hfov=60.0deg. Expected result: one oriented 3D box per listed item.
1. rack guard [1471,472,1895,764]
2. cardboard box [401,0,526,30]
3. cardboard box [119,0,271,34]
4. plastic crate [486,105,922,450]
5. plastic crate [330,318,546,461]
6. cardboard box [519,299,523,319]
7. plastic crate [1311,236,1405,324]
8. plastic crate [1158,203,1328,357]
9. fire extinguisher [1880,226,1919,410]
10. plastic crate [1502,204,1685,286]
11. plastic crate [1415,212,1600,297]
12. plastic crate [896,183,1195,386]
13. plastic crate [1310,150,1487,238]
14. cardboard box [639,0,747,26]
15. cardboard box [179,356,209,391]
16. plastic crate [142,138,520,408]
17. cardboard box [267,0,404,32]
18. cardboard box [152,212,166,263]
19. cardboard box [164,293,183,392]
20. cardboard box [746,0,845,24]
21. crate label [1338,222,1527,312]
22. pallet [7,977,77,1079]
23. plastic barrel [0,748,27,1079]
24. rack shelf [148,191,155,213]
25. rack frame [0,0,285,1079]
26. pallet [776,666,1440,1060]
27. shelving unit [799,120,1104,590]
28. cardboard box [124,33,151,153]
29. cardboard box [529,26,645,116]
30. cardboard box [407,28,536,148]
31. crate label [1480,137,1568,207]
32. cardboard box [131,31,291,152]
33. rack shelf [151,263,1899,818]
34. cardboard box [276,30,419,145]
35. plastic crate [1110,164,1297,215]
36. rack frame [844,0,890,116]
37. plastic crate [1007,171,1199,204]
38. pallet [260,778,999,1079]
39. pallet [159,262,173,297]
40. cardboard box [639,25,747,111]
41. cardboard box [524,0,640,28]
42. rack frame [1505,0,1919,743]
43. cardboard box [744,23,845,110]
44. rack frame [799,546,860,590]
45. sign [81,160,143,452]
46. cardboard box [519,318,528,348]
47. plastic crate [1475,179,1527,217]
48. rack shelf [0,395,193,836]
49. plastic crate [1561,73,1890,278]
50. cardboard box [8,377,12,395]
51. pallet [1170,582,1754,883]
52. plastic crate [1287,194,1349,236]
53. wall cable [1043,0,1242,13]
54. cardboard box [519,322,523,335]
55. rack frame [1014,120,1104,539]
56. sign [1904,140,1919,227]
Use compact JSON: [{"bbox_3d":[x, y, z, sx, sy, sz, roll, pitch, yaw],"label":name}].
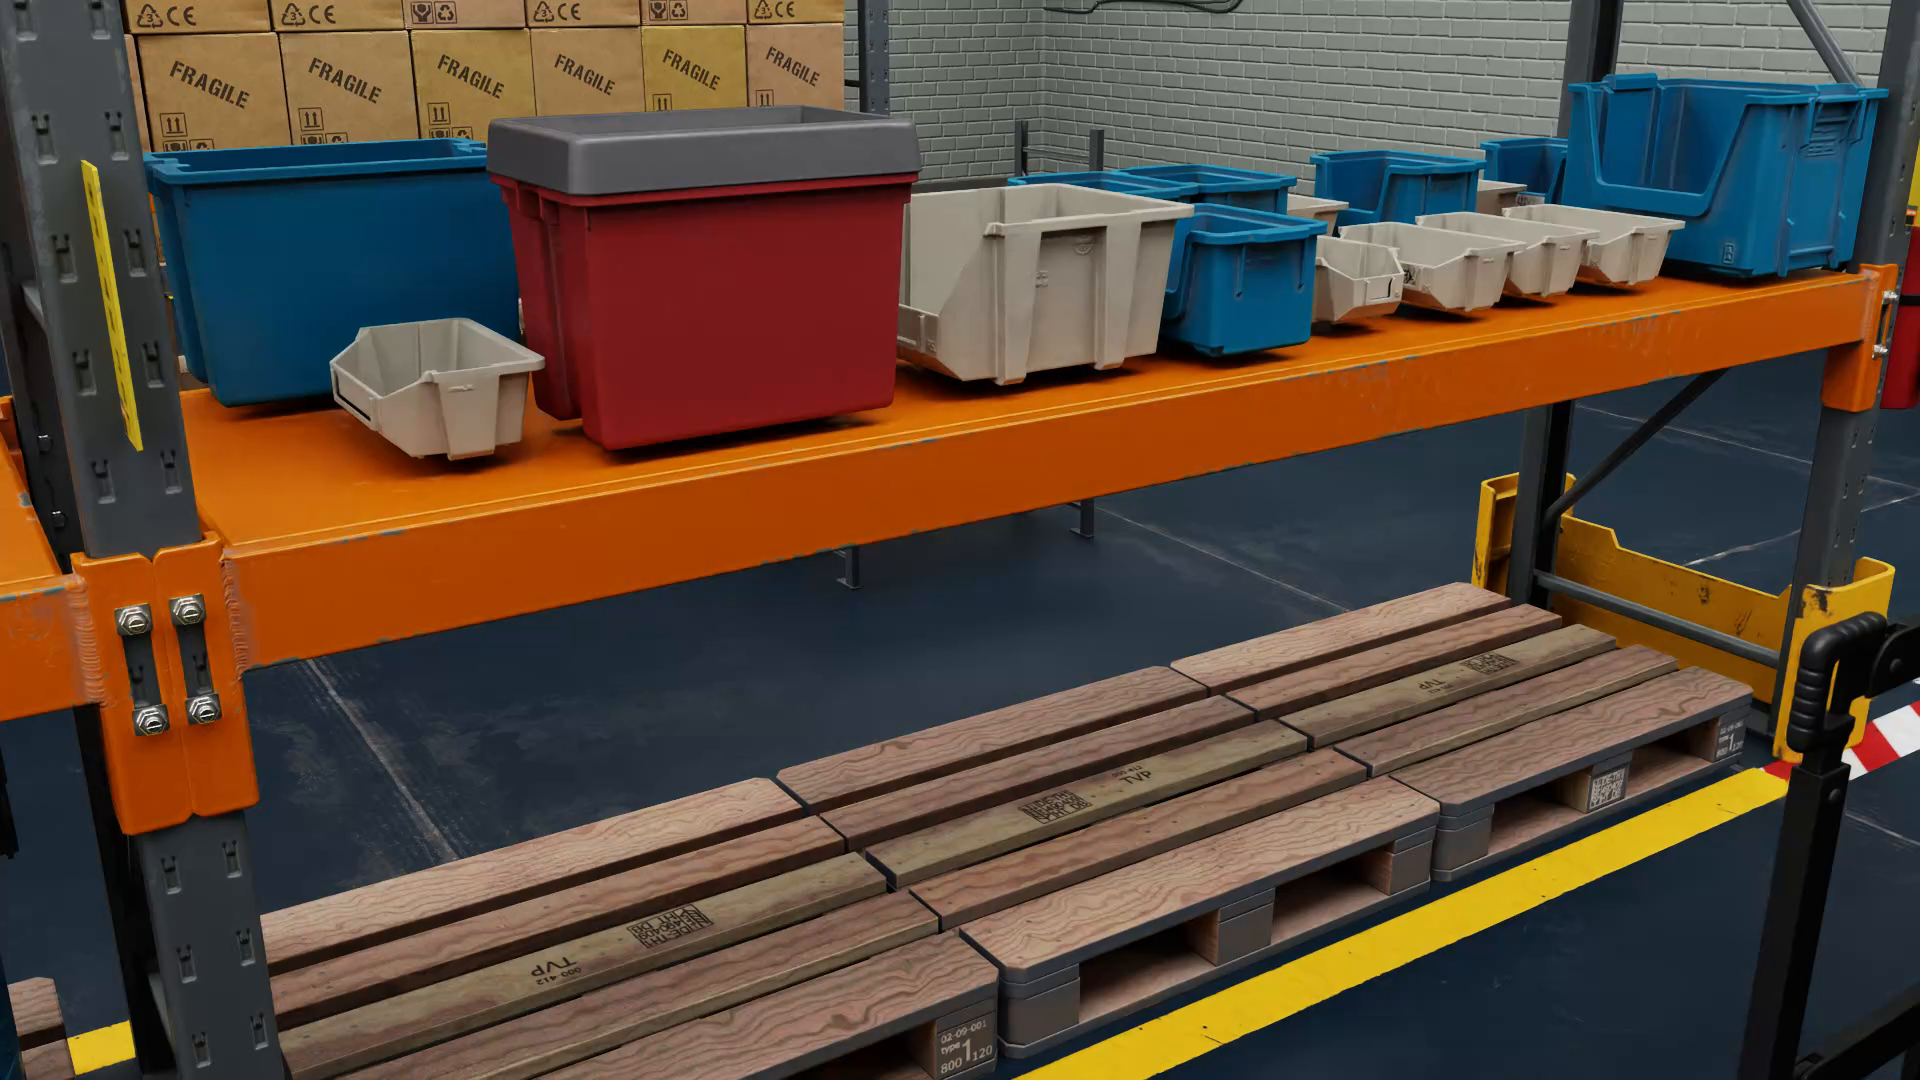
[{"bbox_3d":[2.070,0.186,4.914,0.348,0.500,1.175,-12,22,-31],"label":"rack guard"},{"bbox_3d":[-2.165,-2.413,6.981,0.500,0.500,0.500,-11,22,-30],"label":"cardboard box"},{"bbox_3d":[-3.025,-2.231,6.444,0.500,0.500,0.500,-13,22,-33],"label":"cardboard box"},{"bbox_3d":[-0.400,-0.435,2.654,0.583,0.464,0.402,-12,22,-31],"label":"plastic crate"},{"bbox_3d":[-0.816,-0.233,2.569,0.243,0.136,0.396,-12,22,-31],"label":"plastic crate"},{"bbox_3d":[-2.109,-1.026,8.202,0.500,0.250,0.500,-12,22,-31],"label":"cardboard box"},{"bbox_3d":[0.770,-0.542,3.483,0.250,0.136,0.298,-12,22,-31],"label":"plastic crate"},{"bbox_3d":[0.483,-0.509,3.235,0.300,0.233,0.416,-12,22,-31],"label":"plastic crate"},{"bbox_3d":[2.433,-0.682,4.282,0.183,0.674,0.296,-12,22,-31],"label":"fire extinguisher"},{"bbox_3d":[1.476,-0.702,3.955,0.243,0.136,0.396,-12,22,-31],"label":"plastic crate"},{"bbox_3d":[1.226,-0.655,3.816,0.243,0.136,0.396,-12,22,-31],"label":"plastic crate"},{"bbox_3d":[0.093,-0.478,3.066,0.530,0.282,0.437,-12,22,-31],"label":"plastic crate"},{"bbox_3d":[1.120,-0.868,4.297,0.300,0.233,0.416,-12,22,-31],"label":"plastic crate"},{"bbox_3d":[-1.306,-2.596,7.522,0.500,0.500,0.500,-11,22,-30],"label":"cardboard box"},{"bbox_3d":[-3.404,-0.728,7.478,0.250,0.149,0.380,-12,22,-31],"label":"cardboard box"},{"bbox_3d":[-1.081,-0.480,2.913,0.575,0.384,0.392,-12,22,-31],"label":"plastic crate"},{"bbox_3d":[-2.596,-2.322,6.711,0.500,0.500,0.500,-13,22,-33],"label":"cardboard box"},{"bbox_3d":[-5.630,-2.143,11.146,0.500,0.500,0.700,-12,22,-32],"label":"cardboard box"},{"bbox_3d":[-3.685,-0.812,7.179,0.500,0.500,0.500,-12,22,-31],"label":"cardboard box"},{"bbox_3d":[-0.884,-2.685,7.786,0.500,0.500,0.500,-12,22,-32],"label":"cardboard box"},{"bbox_3d":[1.007,-0.599,3.651,0.243,0.136,0.396,-12,22,-31],"label":"crate label"},{"bbox_3d":[-1.951,1.160,2.484,1.213,0.211,1.003,-12,22,-31],"label":"pallet"},{"bbox_3d":[-1.747,0.600,2.406,0.708,0.901,0.600,-12,22,-31],"label":"plastic barrel"},{"bbox_3d":[-2.334,-1.623,7.485,4.000,0.370,1.077,-12,22,-31],"label":"rack shelf"},{"bbox_3d":[-1.283,-0.286,2.407,0.127,3.000,1.000,-12,22,-31],"label":"rack frame"},{"bbox_3d":[0.329,0.679,3.907,1.213,0.211,1.003,-12,22,-31],"label":"pallet"},{"bbox_3d":[-0.071,-0.695,5.960,1.048,1.500,0.538,-12,22,-31],"label":"shelving unit"},{"bbox_3d":[-3.429,-1.676,6.362,0.500,0.500,0.500,-11,22,-30],"label":"cardboard box"},{"bbox_3d":[-1.739,-2.033,7.419,0.500,0.500,0.500,-12,22,-31],"label":"cardboard box"},{"bbox_3d":[-2.160,-1.944,7.156,0.500,0.500,0.500,-12,22,-32],"label":"cardboard box"},{"bbox_3d":[1.670,-0.984,4.640,0.303,0.233,0.416,-12,22,-31],"label":"crate label"},{"bbox_3d":[-3.003,-1.767,6.631,0.500,0.500,0.500,-11,22,-30],"label":"cardboard box"},{"bbox_3d":[0.387,-0.297,3.564,4.000,0.370,1.077,-12,22,-31],"label":"rack shelf"},{"bbox_3d":[-2.584,-1.854,6.890,0.500,0.500,0.500,-12,22,-32],"label":"cardboard box"},{"bbox_3d":[0.571,-0.752,3.954,0.300,0.233,0.416,-12,22,-31],"label":"plastic crate"},{"bbox_3d":[-0.664,-2.316,8.412,0.127,3.000,1.000,-12,22,-31],"label":"rack frame"},{"bbox_3d":[0.320,-0.699,3.798,0.300,0.233,0.416,-12,22,-31],"label":"plastic crate"},{"bbox_3d":[-0.690,0.895,3.267,1.213,0.211,1.003,-12,22,-31],"label":"pallet"},{"bbox_3d":[-5.034,-1.944,11.666,1.213,0.211,1.003,-12,22,-31],"label":"pallet"},{"bbox_3d":[-1.319,-2.119,7.674,0.500,0.500,0.500,-12,22,-31],"label":"cardboard box"},{"bbox_3d":[-1.736,-2.503,7.249,0.500,0.500,0.500,-11,22,-30],"label":"cardboard box"},{"bbox_3d":[2.057,-0.990,4.491,0.127,3.000,1.000,-12,22,-31],"label":"rack frame"},{"bbox_3d":[-0.888,-2.212,7.947,0.500,0.500,0.500,-11,22,-30],"label":"cardboard box"},{"bbox_3d":[-0.496,-0.606,5.695,0.032,1.500,0.500,-12,22,-31],"label":"rack frame"},{"bbox_3d":[-0.982,-0.270,1.926,0.005,0.325,0.100,-12,22,-31],"label":"sign"},{"bbox_3d":[-1.792,-0.901,7.832,0.500,0.250,0.500,-12,22,-31],"label":"cardboard box"},{"bbox_3d":[1.357,-0.904,4.554,0.298,0.136,0.250,-12,22,-31],"label":"plastic crate"},{"bbox_3d":[-2.954,0.407,1.480,4.000,0.370,1.077,-12,22,-31],"label":"rack shelf"},{"bbox_3d":[1.881,-0.927,4.153,0.499,0.435,0.616,-12,22,-31],"label":"plastic crate"},{"bbox_3d":[-3.535,-0.562,6.736,0.500,0.311,0.500,-12,22,-31],"label":"cardboard box"},{"bbox_3d":[1.347,0.465,4.539,1.213,0.211,1.003,-12,22,-31],"label":"pallet"},{"bbox_3d":[0.790,-0.785,4.200,0.298,0.136,0.250,-12,22,-31],"label":"plastic crate"},{"bbox_3d":[1.529,-5.912,14.530,0.112,2.526,3.097,-12,22,-31],"label":"wall cable"},{"bbox_3d":[-2.438,-0.970,7.640,0.637,0.503,0.797,-12,22,-31],"label":"cardboard box"},{"bbox_3d":[0.353,-0.785,6.225,0.032,1.500,0.500,-12,22,-31],"label":"rack frame"},{"bbox_3d":[2.374,-0.923,4.038,0.005,0.325,0.100,-12,22,-31],"label":"sign"}]
